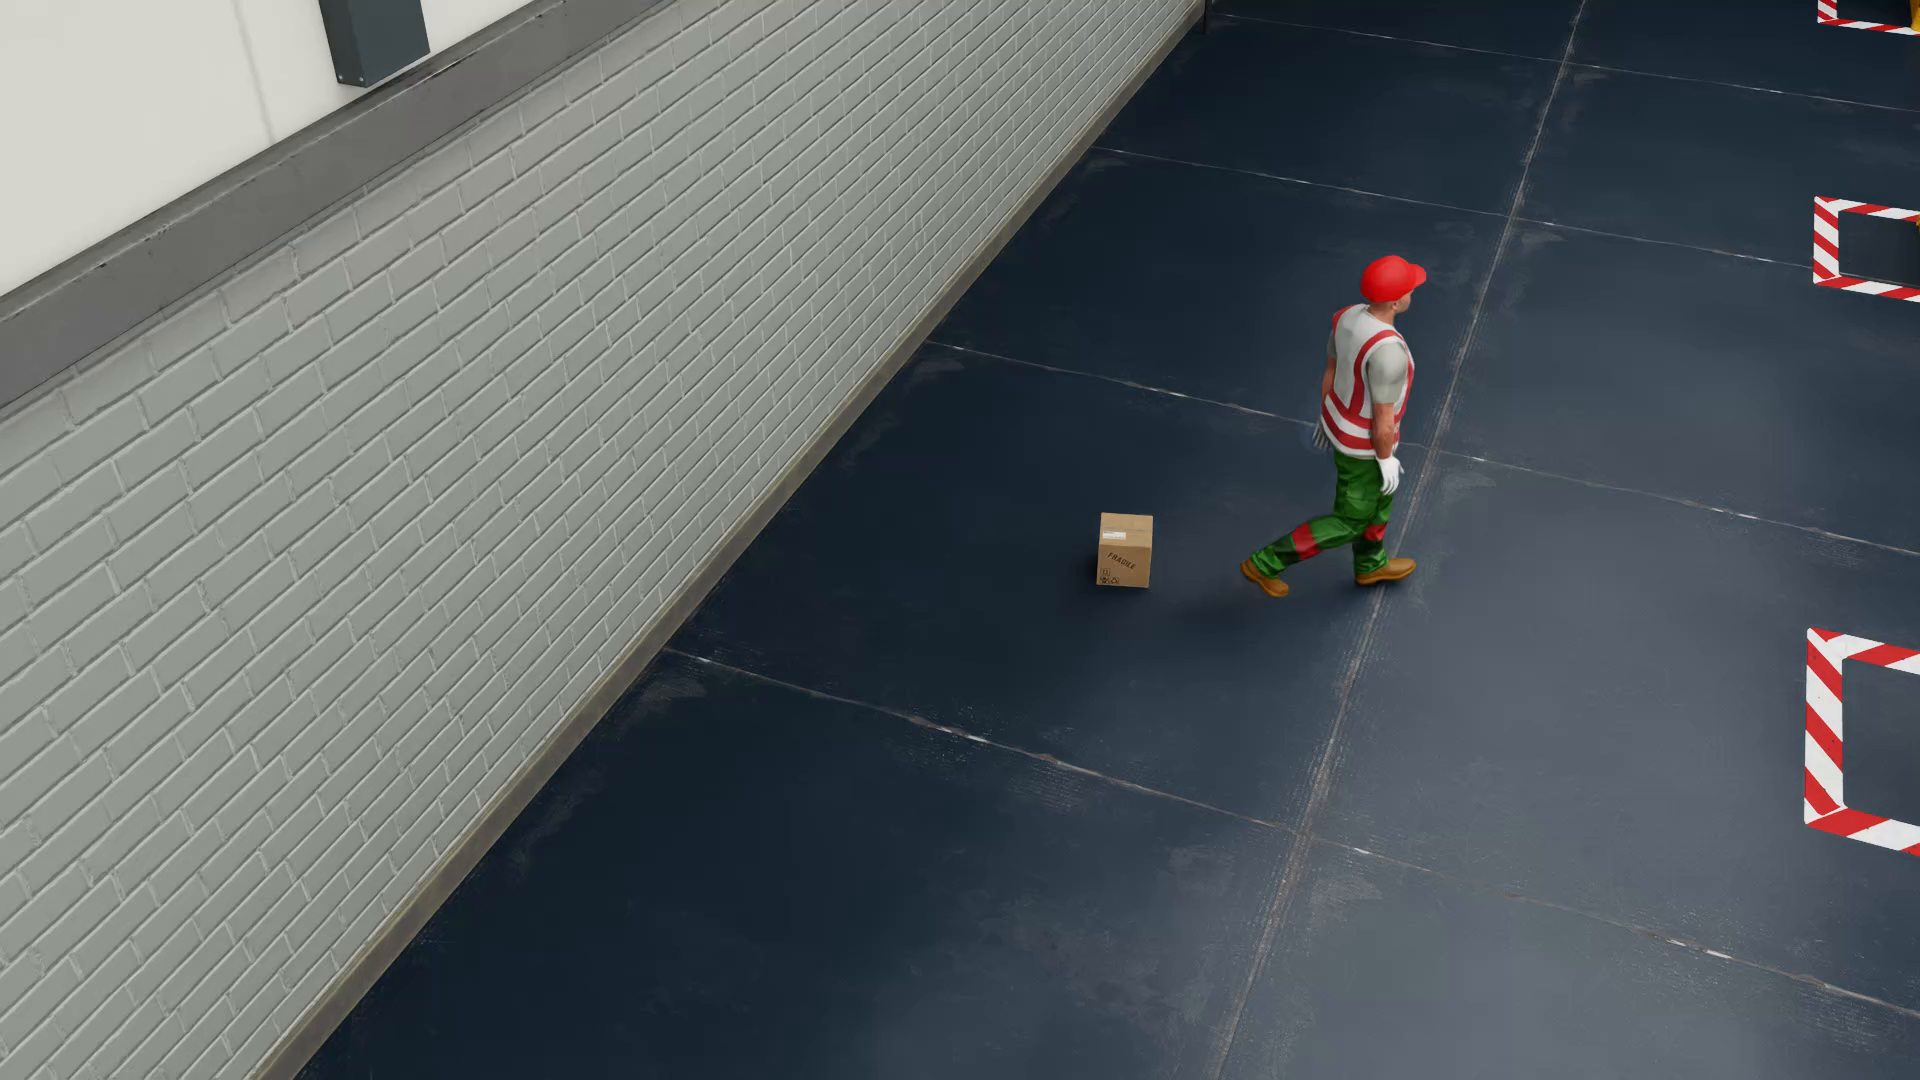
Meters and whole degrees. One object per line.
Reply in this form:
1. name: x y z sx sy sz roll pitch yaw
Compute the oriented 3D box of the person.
1. person: 1.737 -0.460 7.403 0.929 1.762 0.535 -5 37 -6
